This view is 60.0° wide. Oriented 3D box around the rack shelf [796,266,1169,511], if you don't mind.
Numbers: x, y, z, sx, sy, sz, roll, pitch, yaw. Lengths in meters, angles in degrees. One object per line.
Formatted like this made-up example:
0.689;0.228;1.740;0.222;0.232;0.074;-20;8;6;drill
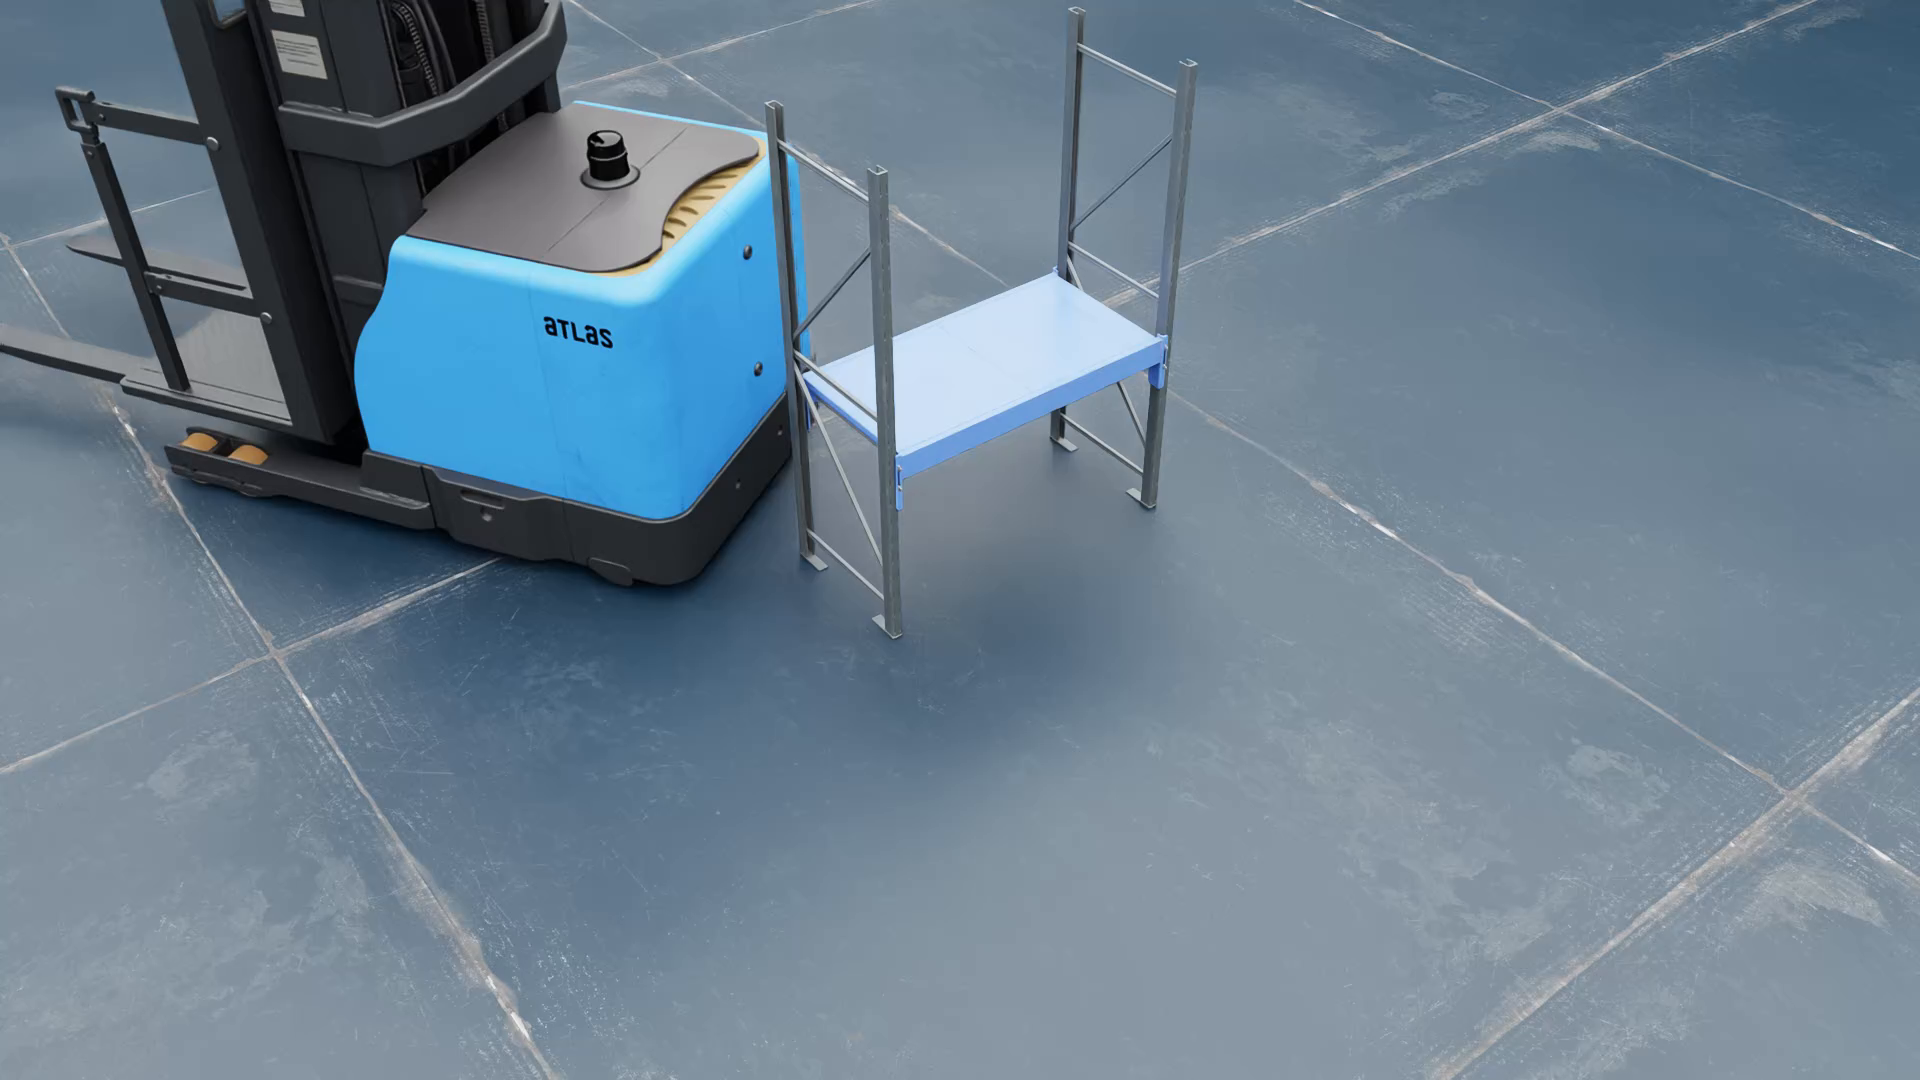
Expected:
0.068;-0.474;4.929;1.000;0.185;0.538;-26;46;-28;rack shelf

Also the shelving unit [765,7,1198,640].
0.068;-0.613;4.815;1.048;1.500;0.538;-26;46;-28;shelving unit

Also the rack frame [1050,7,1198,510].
0.471;-0.809;5.054;0.032;1.500;0.500;-26;46;-28;rack frame

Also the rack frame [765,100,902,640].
-0.335;-0.416;4.575;0.032;1.500;0.500;-26;46;-28;rack frame

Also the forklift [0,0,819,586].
-2.050;-1.573;4.856;3.031;2.935;1.130;13;41;16;forklift
